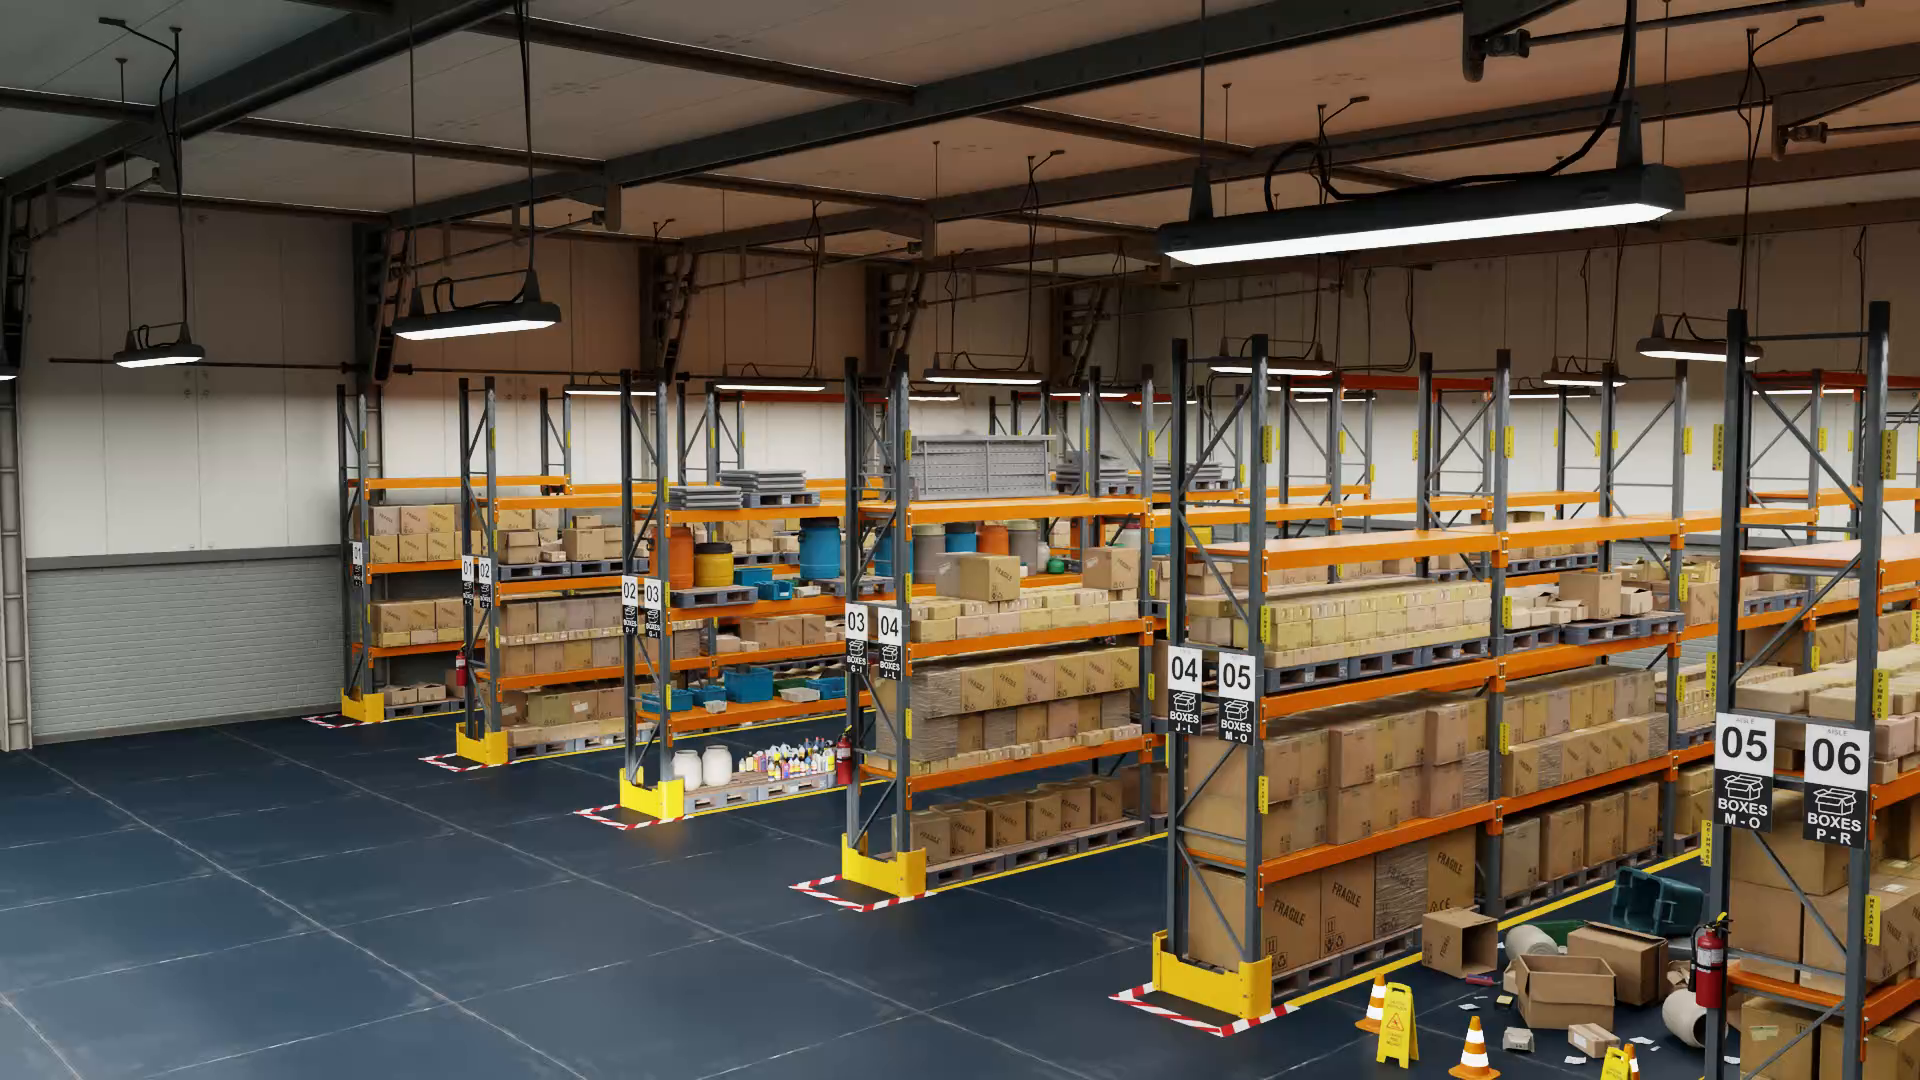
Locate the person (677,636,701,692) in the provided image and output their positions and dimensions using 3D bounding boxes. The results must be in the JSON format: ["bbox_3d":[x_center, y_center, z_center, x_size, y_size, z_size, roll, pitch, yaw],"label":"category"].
[{"bbox_3d":[-5.200,2.262,31.308,0.564,1.676,0.635,-4,5,-45],"label":"person"}]
